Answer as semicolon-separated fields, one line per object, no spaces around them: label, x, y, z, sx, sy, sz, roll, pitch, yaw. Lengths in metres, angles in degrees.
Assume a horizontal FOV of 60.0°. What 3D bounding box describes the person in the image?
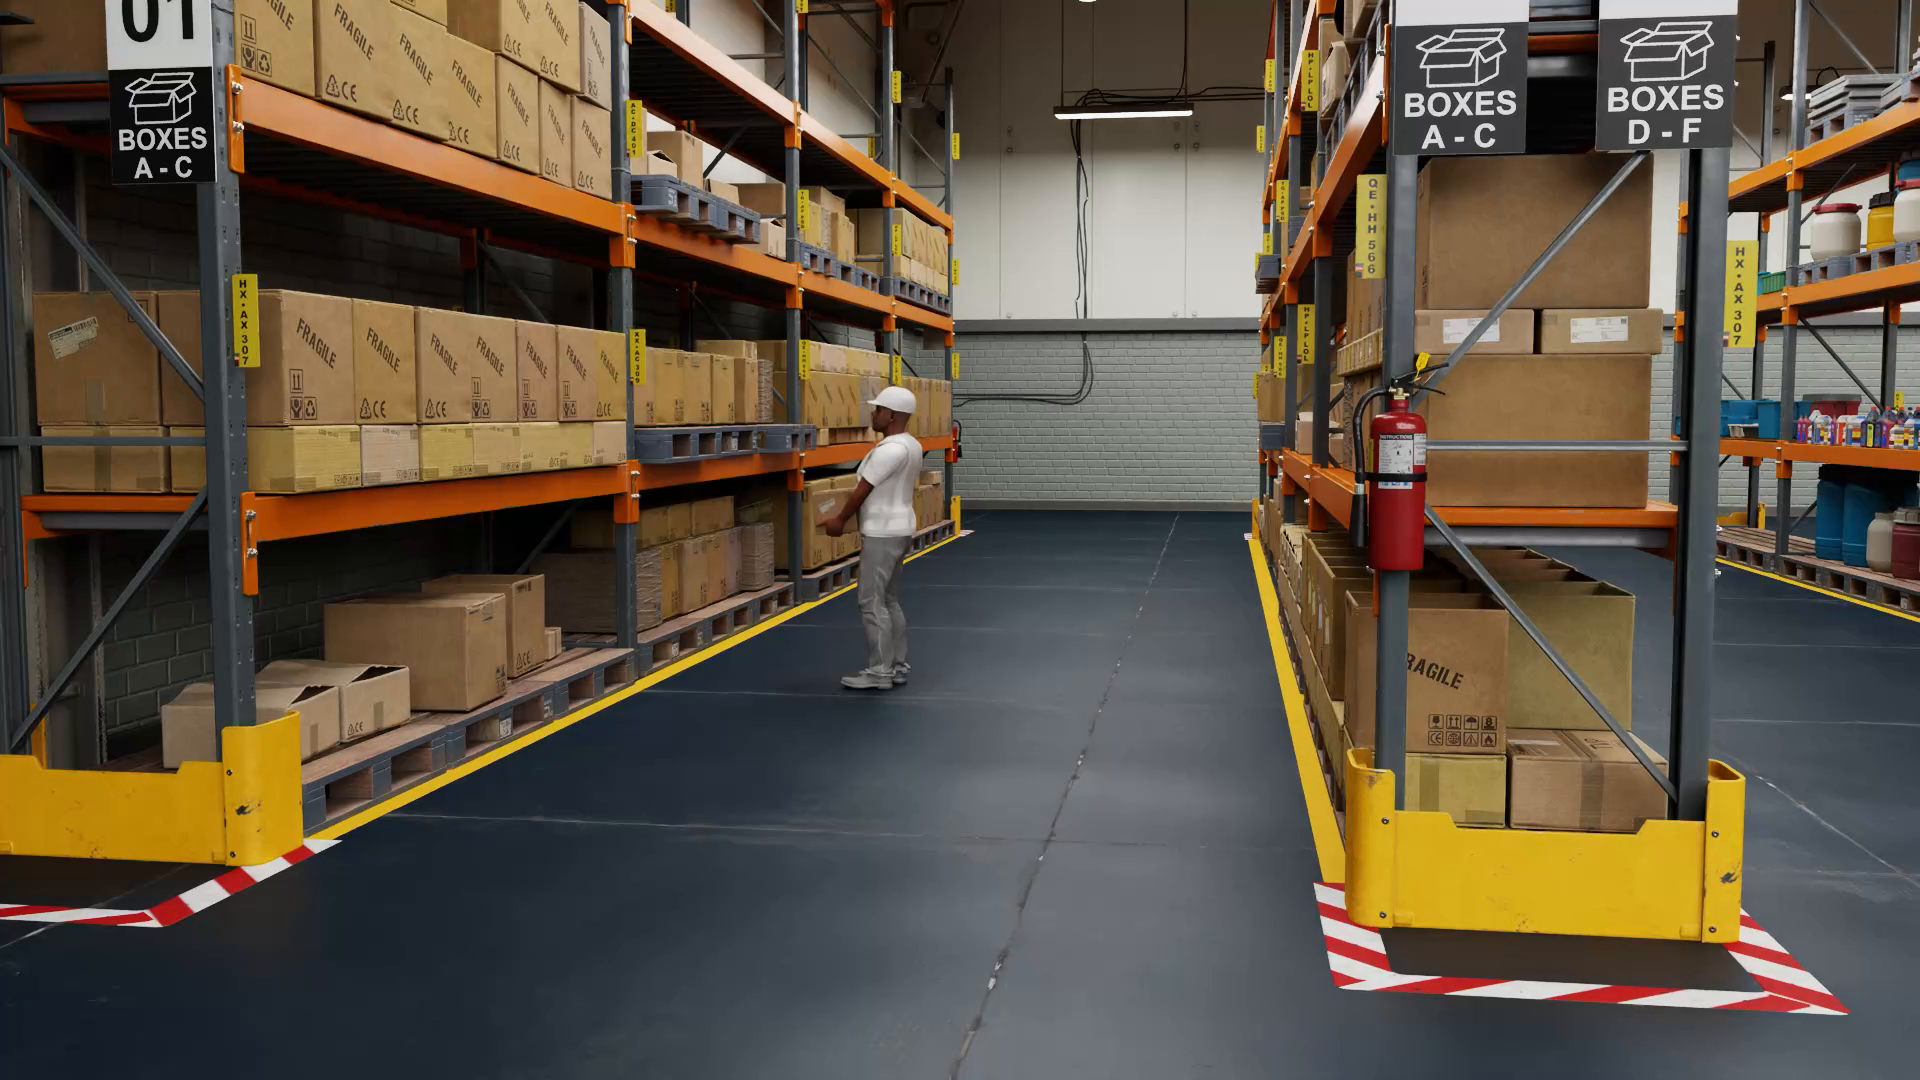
person;-0.531;-0.015;9.742;0.587;1.758;0.503;1;4;9
